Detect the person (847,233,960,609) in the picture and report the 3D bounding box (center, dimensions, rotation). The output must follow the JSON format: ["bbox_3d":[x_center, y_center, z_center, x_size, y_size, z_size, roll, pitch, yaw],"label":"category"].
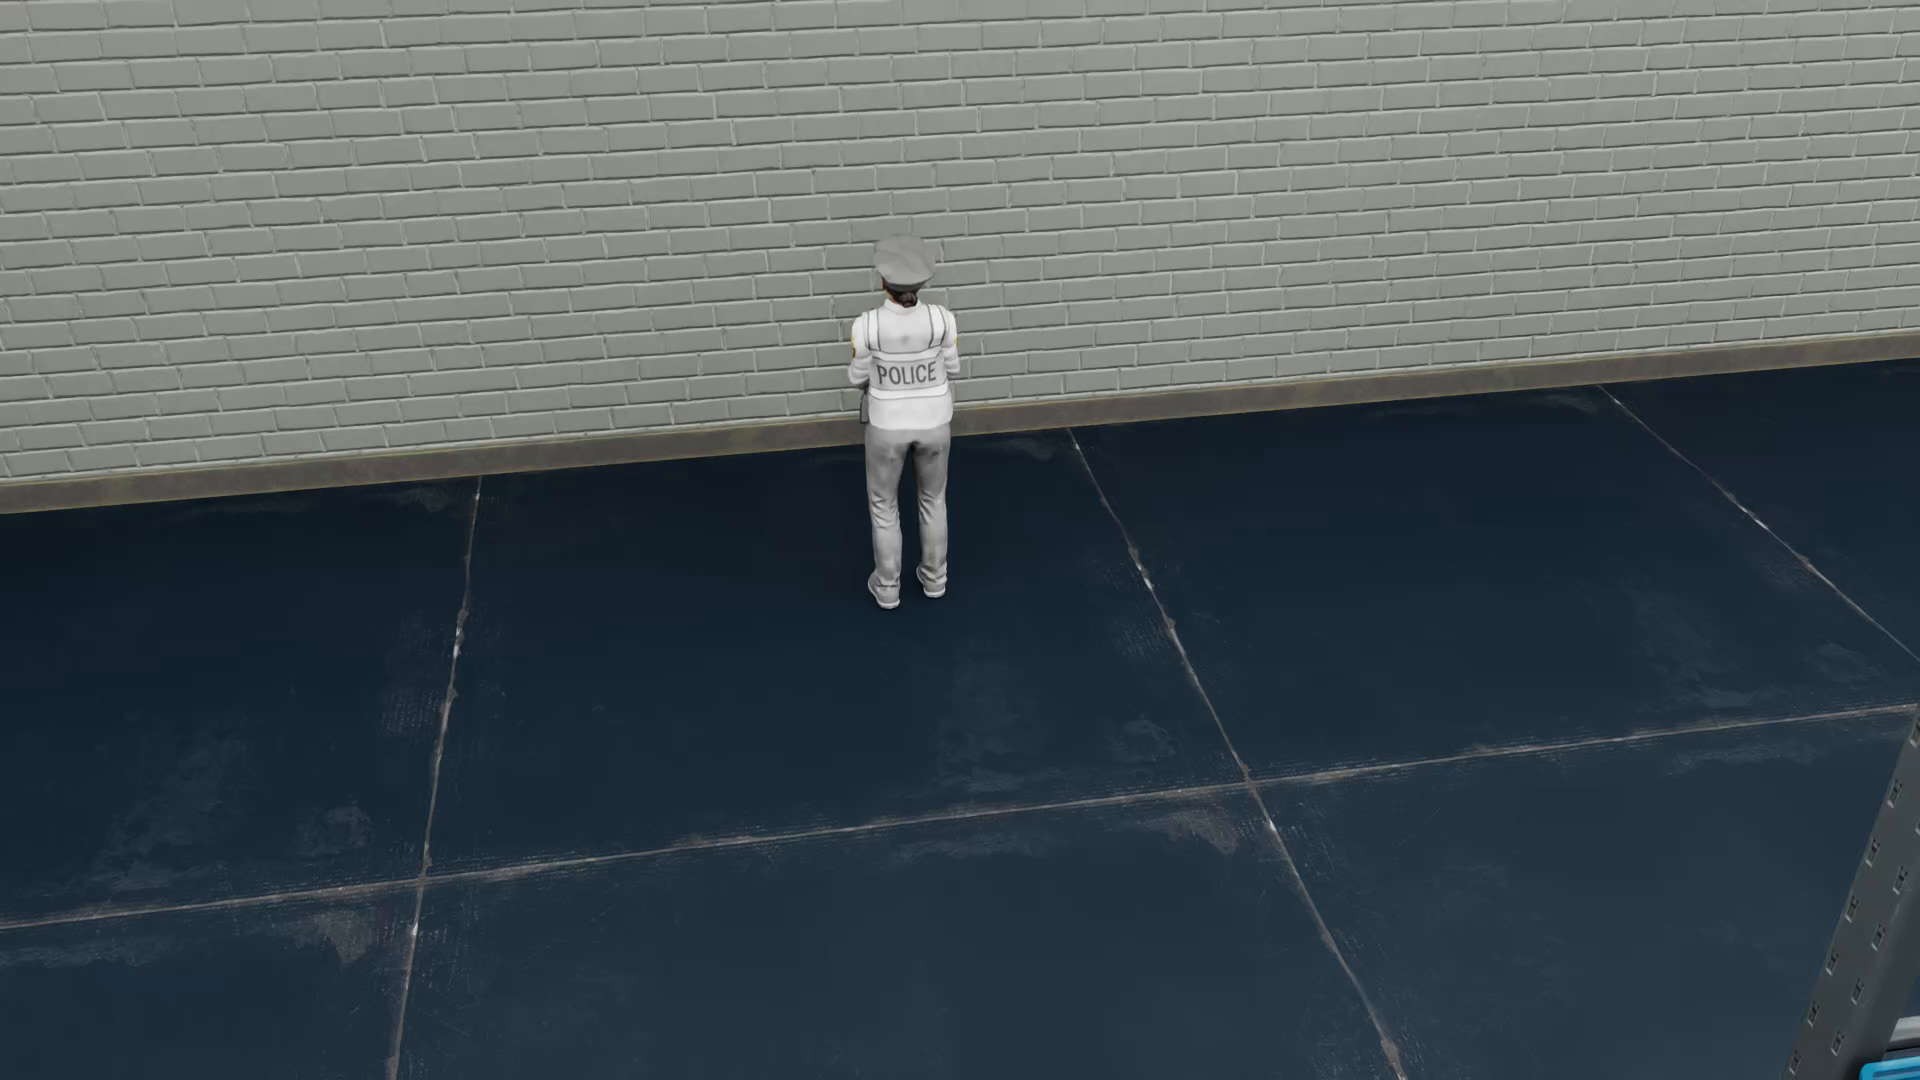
[{"bbox_3d":[-0.230,-0.508,6.955,0.456,1.687,0.555,-5,31,-9],"label":"person"}]
